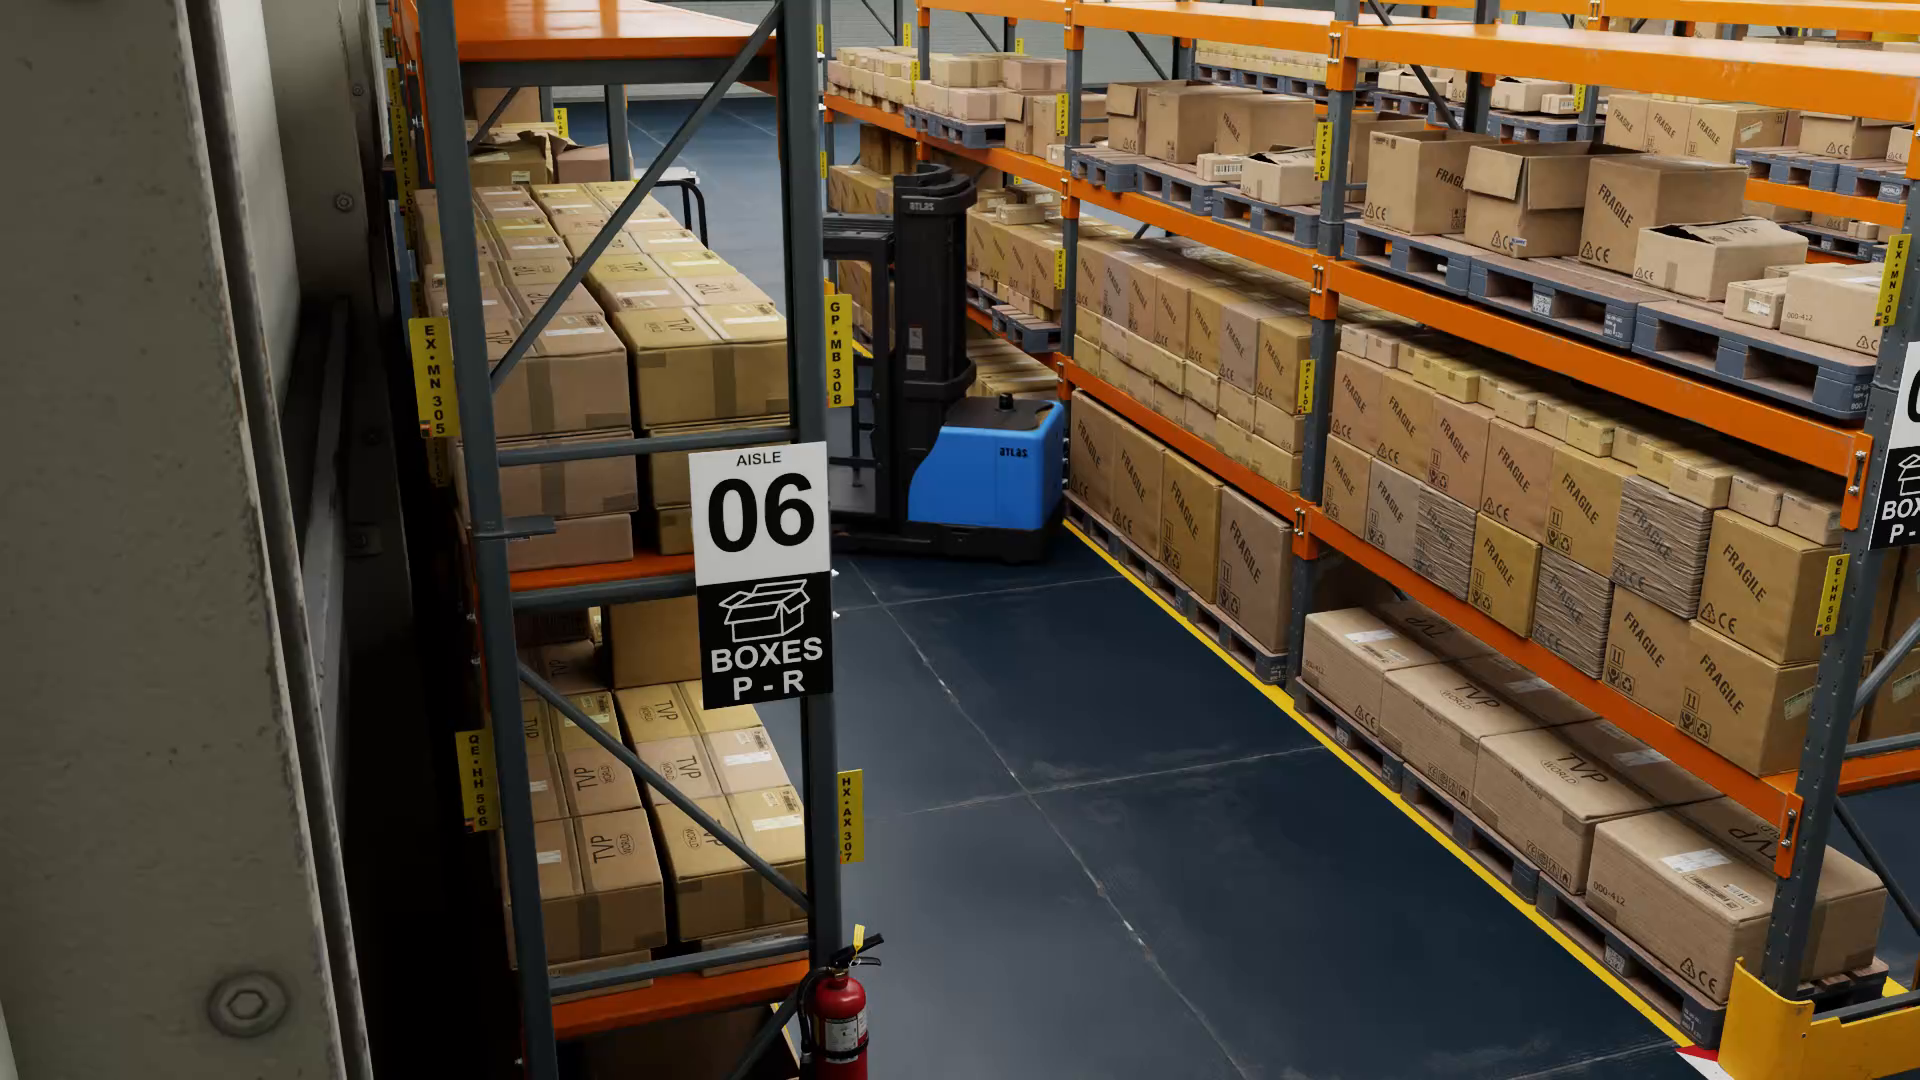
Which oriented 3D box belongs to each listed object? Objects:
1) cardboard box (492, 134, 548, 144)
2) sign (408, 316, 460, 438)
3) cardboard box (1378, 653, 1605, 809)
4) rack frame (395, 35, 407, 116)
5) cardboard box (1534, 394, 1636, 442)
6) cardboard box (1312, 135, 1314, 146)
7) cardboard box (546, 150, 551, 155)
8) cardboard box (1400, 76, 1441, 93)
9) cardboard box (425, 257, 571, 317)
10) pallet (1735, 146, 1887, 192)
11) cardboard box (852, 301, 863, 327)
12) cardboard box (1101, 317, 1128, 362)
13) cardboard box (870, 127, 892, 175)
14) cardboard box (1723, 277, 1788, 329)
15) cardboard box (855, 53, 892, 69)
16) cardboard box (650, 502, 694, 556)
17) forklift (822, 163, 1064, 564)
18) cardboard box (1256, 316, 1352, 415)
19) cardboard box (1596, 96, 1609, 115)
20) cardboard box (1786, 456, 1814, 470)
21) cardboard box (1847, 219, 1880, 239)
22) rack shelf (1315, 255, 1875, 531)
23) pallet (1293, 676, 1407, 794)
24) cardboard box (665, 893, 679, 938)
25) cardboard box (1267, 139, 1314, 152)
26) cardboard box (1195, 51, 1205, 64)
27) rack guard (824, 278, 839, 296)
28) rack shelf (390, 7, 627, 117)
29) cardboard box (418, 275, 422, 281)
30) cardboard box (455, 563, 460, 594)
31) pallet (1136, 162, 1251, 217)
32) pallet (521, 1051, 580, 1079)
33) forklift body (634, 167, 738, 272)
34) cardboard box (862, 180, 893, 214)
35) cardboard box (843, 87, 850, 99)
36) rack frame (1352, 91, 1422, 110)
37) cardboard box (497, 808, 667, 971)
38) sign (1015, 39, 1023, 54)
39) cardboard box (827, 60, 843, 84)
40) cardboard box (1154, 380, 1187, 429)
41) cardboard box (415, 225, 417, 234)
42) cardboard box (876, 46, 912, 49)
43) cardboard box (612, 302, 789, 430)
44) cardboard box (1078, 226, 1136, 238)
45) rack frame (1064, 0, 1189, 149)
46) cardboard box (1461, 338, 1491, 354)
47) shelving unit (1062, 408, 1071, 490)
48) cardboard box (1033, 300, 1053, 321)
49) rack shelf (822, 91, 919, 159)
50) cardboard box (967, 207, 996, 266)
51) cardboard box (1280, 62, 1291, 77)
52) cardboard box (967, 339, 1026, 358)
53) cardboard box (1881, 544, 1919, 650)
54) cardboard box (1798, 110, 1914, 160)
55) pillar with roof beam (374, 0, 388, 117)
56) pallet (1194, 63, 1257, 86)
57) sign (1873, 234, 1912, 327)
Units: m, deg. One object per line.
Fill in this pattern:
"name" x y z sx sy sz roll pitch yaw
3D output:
"cardboard box" -2.841 -2.552 10.840 0.380 0.149 0.250 -7 21 -18
"sign" -1.403 -0.433 4.437 0.100 0.325 0.005 -6 21 -17
"cardboard box" 2.961 1.039 9.255 0.875 0.438 0.875 -7 21 -19
"rack frame" -4.641 -5.331 14.947 1.000 3.000 0.127 -6 21 -17
"cardboard box" 3.021 -0.592 8.042 0.380 0.149 0.250 -6 21 -15
"cardboard box" 4.370 -4.460 19.577 0.875 0.550 0.550 -6 21 -17
"cardboard box" -2.344 -2.249 9.966 0.380 0.149 0.250 -6 21 -17
"cardboard box" 4.827 -4.774 17.435 0.250 0.149 0.380 -6 21 -17
"cardboard box" -1.609 -0.818 5.861 0.500 0.250 0.500 -6 21 -17
"pallet" 6.830 -2.893 12.874 1.213 0.211 1.003 -6 21 -17
"cardboard box" -1.043 -2.771 20.140 0.500 0.250 0.500 -6 21 -15
"cardboard box" 1.413 -1.563 12.812 0.500 0.250 0.500 -6 21 -16
"cardboard box" -0.668 -4.674 19.925 0.700 0.500 0.500 -6 21 -17
"cardboard box" 3.407 -0.985 6.886 0.380 0.149 0.250 -8 21 -21
"cardboard box" -0.974 -5.437 18.871 0.380 0.149 0.250 -6 21 -16
"cardboard box" -0.749 -0.078 5.129 0.380 0.149 0.250 -6 21 -16
"forklift" -0.726 -1.442 13.095 3.031 2.935 1.130 5 20 13
"cardboard box" 2.205 -1.104 10.425 0.500 0.500 0.500 -6 21 -15
"cardboard box" 6.041 -3.974 15.207 0.380 0.149 0.250 -7 21 -19
"cardboard box" 3.870 -0.324 7.295 0.380 0.149 0.250 -6 21 -16
"cardboard box" 9.954 -3.447 18.153 0.396 0.266 0.258 -7 21 -19
"rack shelf" 3.213 -0.901 8.113 1.077 0.370 4.000 -6 21 -17
"pallet" 2.749 1.095 10.055 1.003 0.211 1.213 -6 21 -17
"cardboard box" -0.836 1.250 5.871 0.380 0.149 0.250 -6 21 -16
"cardboard box" 2.342 -2.639 11.466 0.396 0.266 0.258 -5 20 -13
"cardboard box" 3.283 -6.273 21.608 0.380 0.149 0.250 -6 21 -17
"rack guard" -1.164 -3.119 21.362 1.175 0.500 0.348 -6 21 -17
"rack shelf" -2.756 -2.879 9.776 1.077 0.370 4.000 -6 21 -17
"cardboard box" -4.426 -2.154 14.459 0.500 0.250 0.500 -7 21 -19
"cardboard box" -2.964 0.234 10.443 0.380 0.149 0.250 -6 21 -16
"pallet" 1.934 -2.516 11.826 1.003 0.211 1.213 -5 20 -15
"pallet" -1.145 2.375 6.492 1.003 0.211 1.213 -6 21 -17
"forklift body" -3.571 -2.977 18.524 2.313 2.155 1.214 -6 21 -17
"cardboard box" -0.807 -3.834 19.066 0.500 0.500 0.500 -7 21 -18
"cardboard box" -1.173 -5.309 19.695 0.380 0.149 0.250 -6 21 -16
"rack frame" 4.737 -3.595 18.988 1.000 3.000 0.127 -6 21 -17
"cardboard box" -1.266 1.154 5.548 0.500 0.250 0.500 -6 21 -16
"sign" 0.595 -4.937 16.940 0.100 0.325 0.005 -6 21 -17
"cardboard box" -1.283 -5.612 19.947 0.500 0.250 0.500 -7 21 -18
"cardboard box" 1.738 -1.009 12.009 0.500 0.250 0.500 -6 21 -17
"cardboard box" -5.291 -3.178 16.719 0.380 0.149 0.250 -6 21 -17
"cardboard box" -0.801 -5.912 20.193 0.380 0.149 0.250 -6 21 -17
"cardboard box" -0.771 -0.543 5.095 0.500 0.250 0.500 -7 21 -18
"cardboard box" 1.235 -2.473 14.655 0.500 0.500 0.500 -5 20 -14
"rack frame" 1.327 -4.576 12.845 1.000 3.000 0.127 -6 21 -17
"cardboard box" 3.032 -1.050 9.316 0.380 0.149 0.250 -6 21 -17
"shelving unit" 0.769 -0.670 13.951 0.210 0.900 0.258 17 26 38
"cardboard box" 0.847 -1.991 14.272 0.380 0.149 0.250 -6 21 -16
"rack shelf" -0.559 -4.751 18.835 1.077 0.370 4.000 -6 21 -17
"cardboard box" 0.245 -2.920 15.898 0.500 0.500 0.500 -7 21 -18
"cardboard box" 3.999 -5.542 19.573 0.380 0.149 0.250 -6 21 -16
"cardboard box" 0.237 -1.829 17.339 0.950 0.372 0.625 -6 21 -17
"cardboard box" 3.961 0.112 7.039 0.500 0.500 0.500 -7 21 -18
"cardboard box" 6.891 -3.195 12.664 0.797 0.503 0.637 -7 21 -18
"pillar with roof beam" -11.878 -16.380 45.709 9.100 9.000 0.400 -6 21 -17
"pallet" 3.723 -6.012 21.410 1.003 0.211 1.213 -6 21 -17
"sign" 3.322 -0.924 5.921 0.100 0.325 0.005 -6 21 -17
